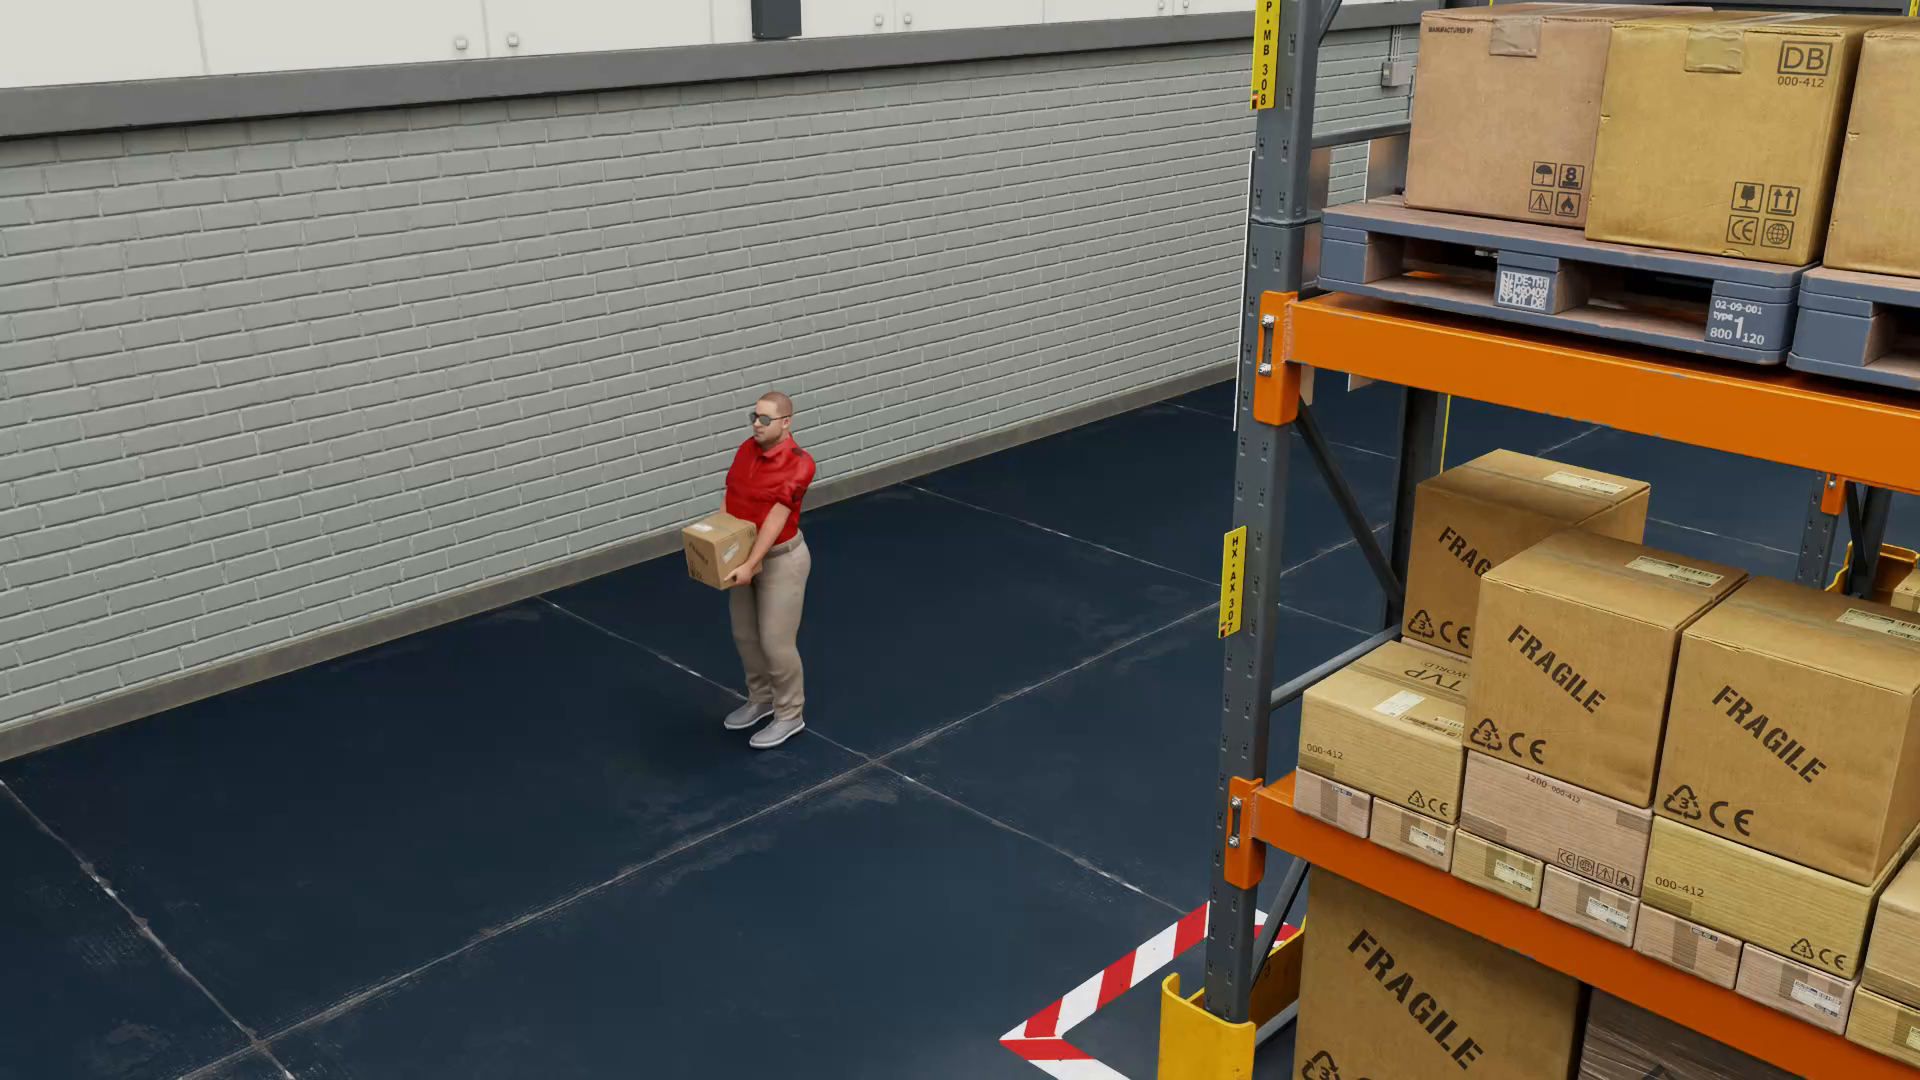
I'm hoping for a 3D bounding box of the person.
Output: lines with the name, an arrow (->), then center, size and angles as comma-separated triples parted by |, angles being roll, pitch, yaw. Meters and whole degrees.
person -> -0.980, 0.152, 7.953 | 0.538, 1.719, 0.493 | -19, 28, -41
